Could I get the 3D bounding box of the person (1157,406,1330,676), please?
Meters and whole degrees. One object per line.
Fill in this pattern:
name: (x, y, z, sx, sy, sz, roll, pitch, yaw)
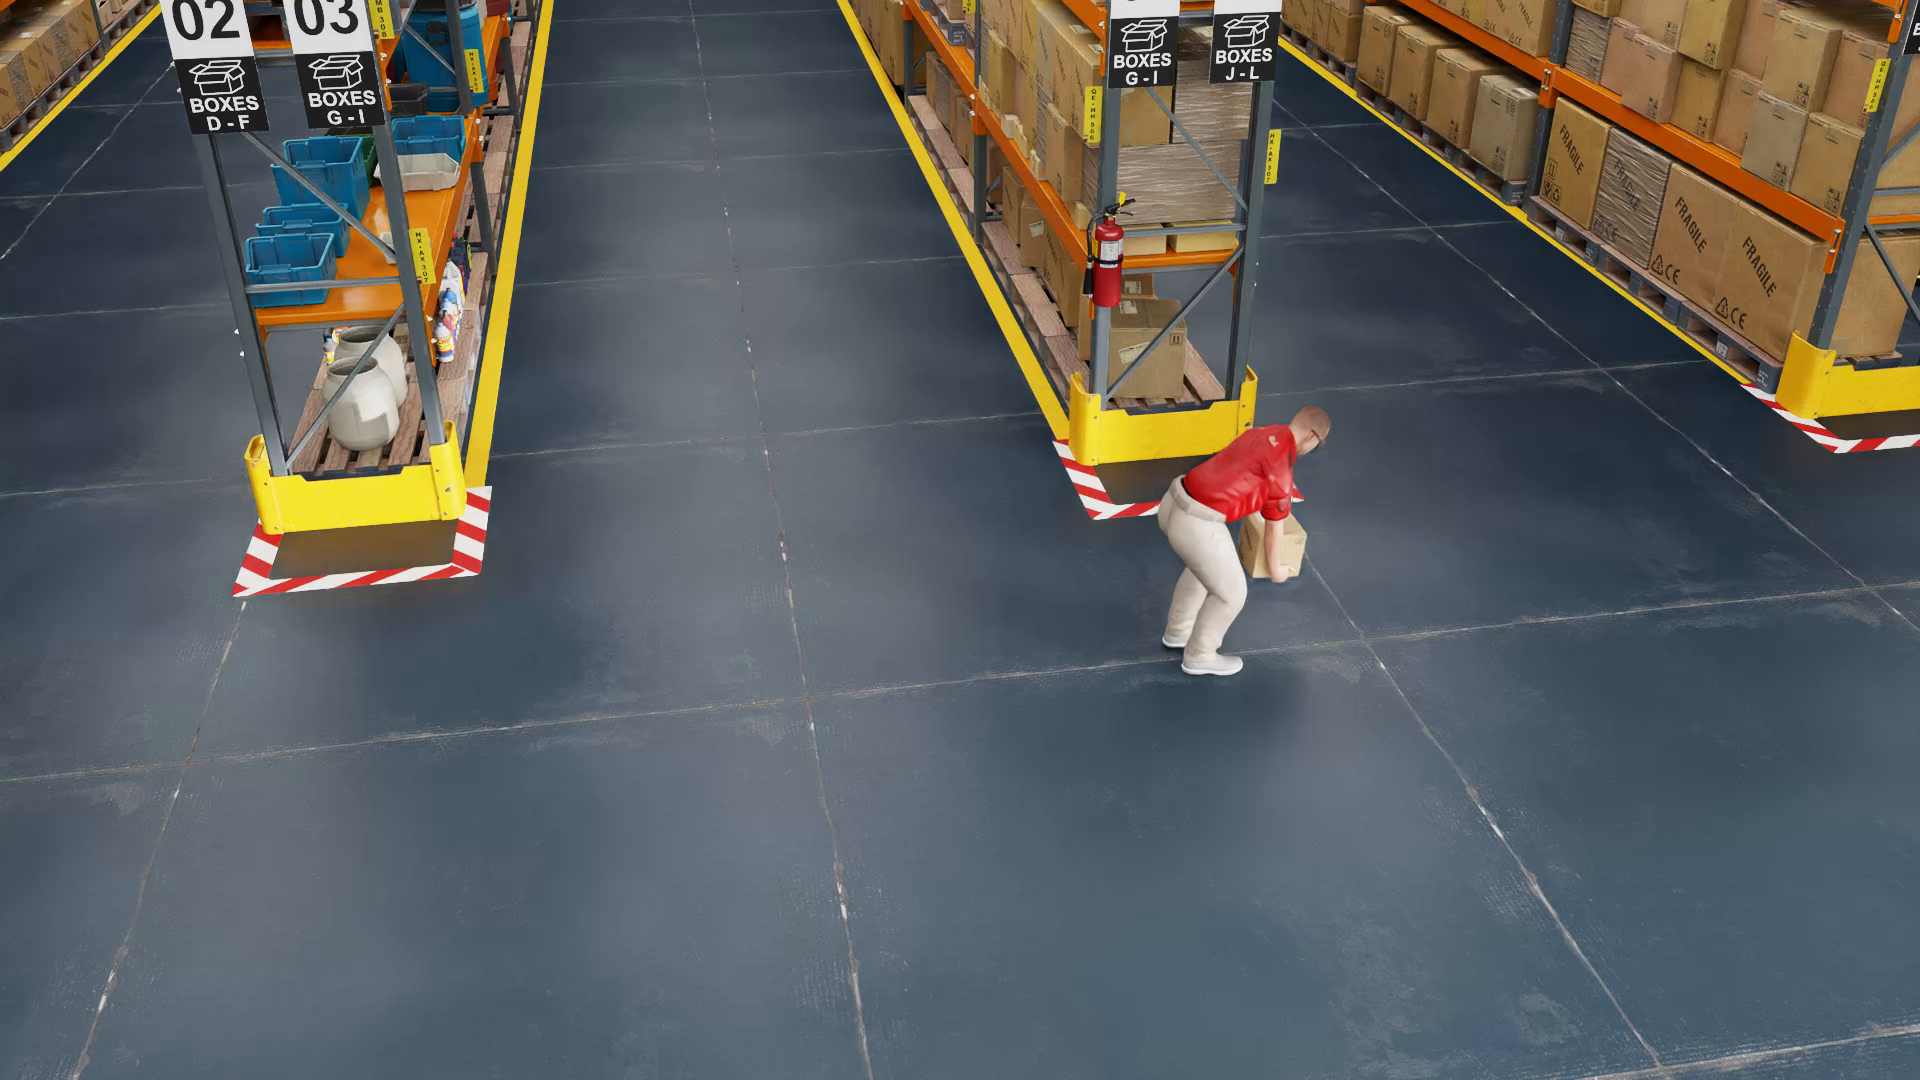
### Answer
person: (1.426, -0.007, 8.482, 0.843, 1.414, 0.478, -6, 31, -10)
